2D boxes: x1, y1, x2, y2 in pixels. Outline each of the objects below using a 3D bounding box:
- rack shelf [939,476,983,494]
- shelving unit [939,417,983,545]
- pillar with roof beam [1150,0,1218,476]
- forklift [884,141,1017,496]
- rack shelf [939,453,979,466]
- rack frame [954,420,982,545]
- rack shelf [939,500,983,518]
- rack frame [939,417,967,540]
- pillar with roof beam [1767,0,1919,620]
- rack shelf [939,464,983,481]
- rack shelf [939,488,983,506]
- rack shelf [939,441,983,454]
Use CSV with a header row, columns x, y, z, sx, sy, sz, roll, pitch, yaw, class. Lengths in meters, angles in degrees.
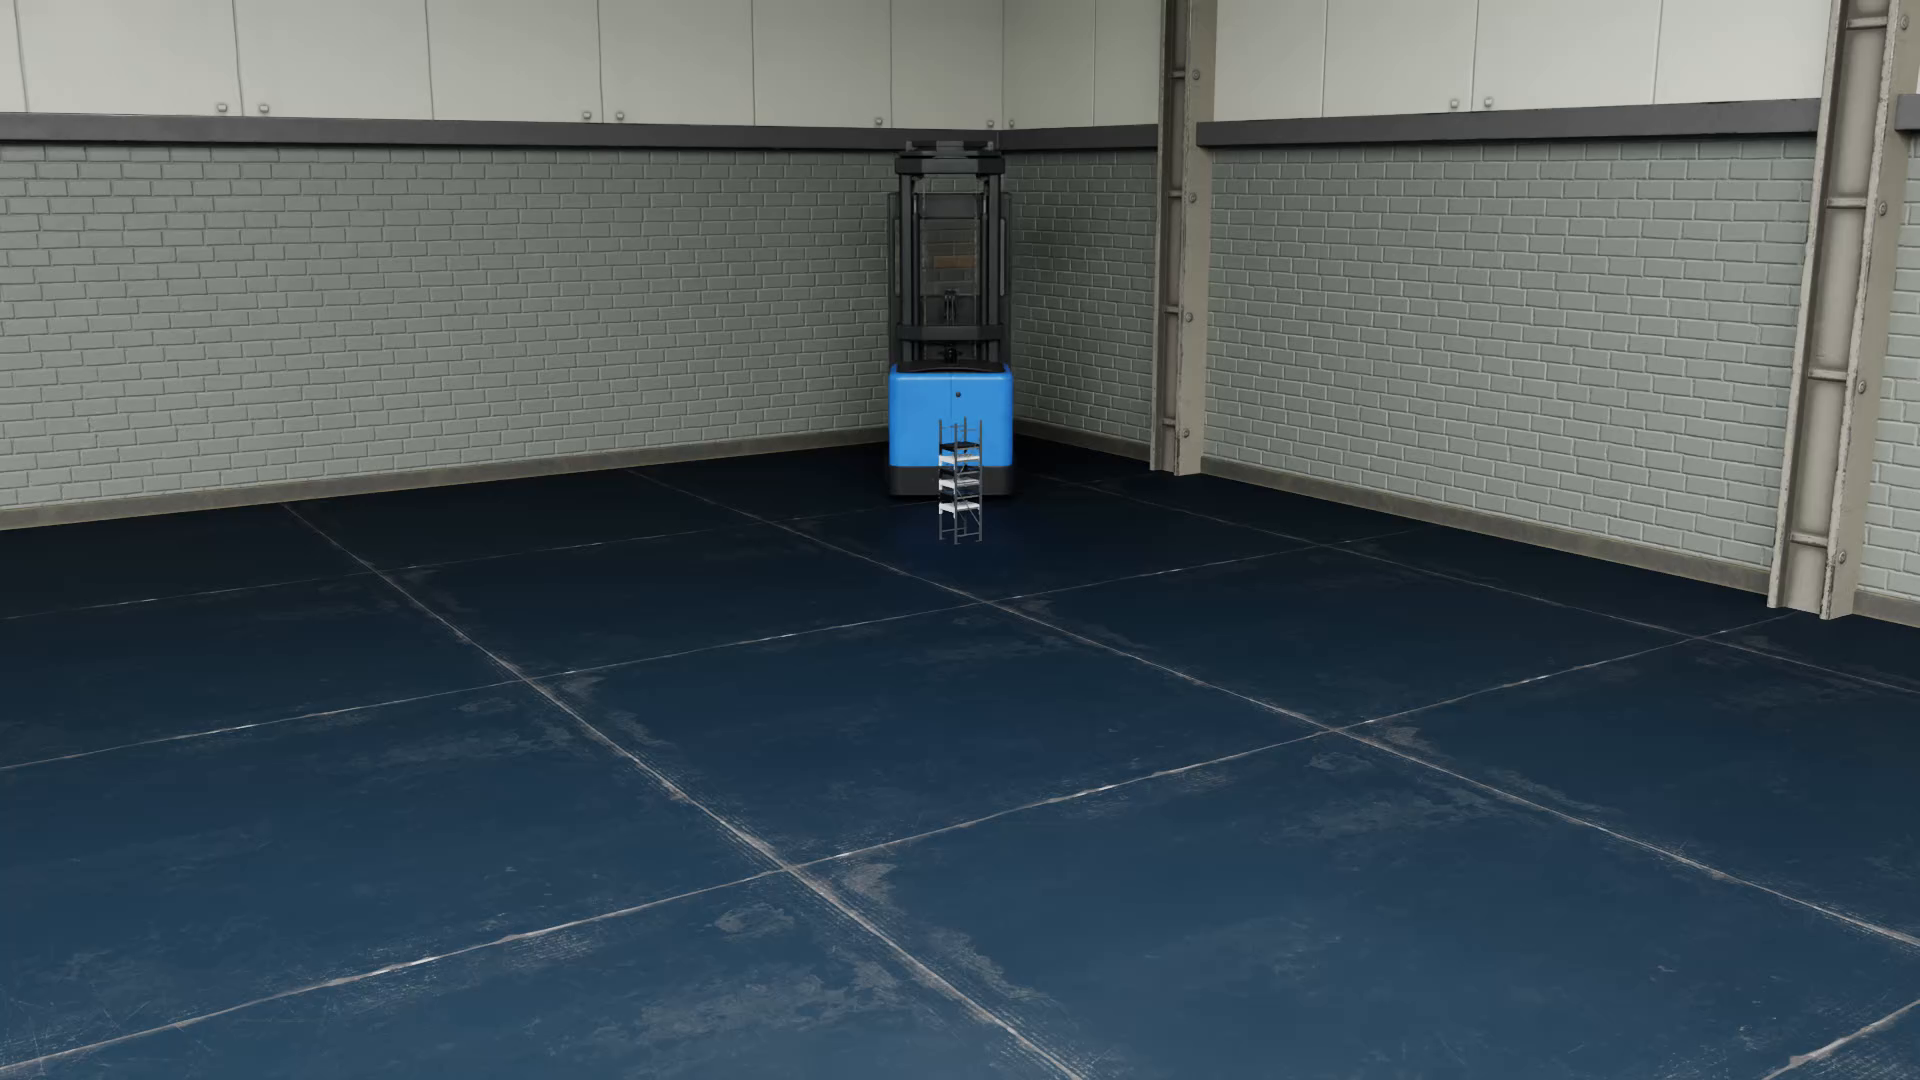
x,y,z,sx,sy,sz,roll,pitch,yaw,class
0.004,-0.406,12.266,0.258,0.077,0.200,-8,15,-33,rack shelf
0.004,-0.438,12.259,0.258,0.900,0.210,-8,15,-33,shelving unit
-1.601,-4.520,11.967,9.100,9.000,0.400,-8,15,-33,pillar with roof beam
-0.094,-2.052,14.886,1.130,2.935,3.031,0,12,-1,forklift
0.004,-0.581,12.228,0.258,0.077,0.200,-8,15,-33,rack shelf
0.061,-0.420,12.176,0.240,0.900,0.006,-8,15,-33,rack frame
0.004,-0.230,12.305,0.258,0.077,0.200,-8,15,-33,rack shelf
-0.052,-0.456,12.342,0.240,0.900,0.006,-8,15,-33,rack frame
1.723,-3.453,7.087,9.100,9.000,0.400,-8,15,-33,pillar with roof beam
0.004,-0.494,12.247,0.258,0.077,0.200,-8,15,-33,rack shelf
0.004,-0.318,12.285,0.258,0.077,0.200,-8,15,-33,rack shelf
0.004,-0.669,12.208,0.258,0.077,0.200,-8,15,-33,rack shelf
